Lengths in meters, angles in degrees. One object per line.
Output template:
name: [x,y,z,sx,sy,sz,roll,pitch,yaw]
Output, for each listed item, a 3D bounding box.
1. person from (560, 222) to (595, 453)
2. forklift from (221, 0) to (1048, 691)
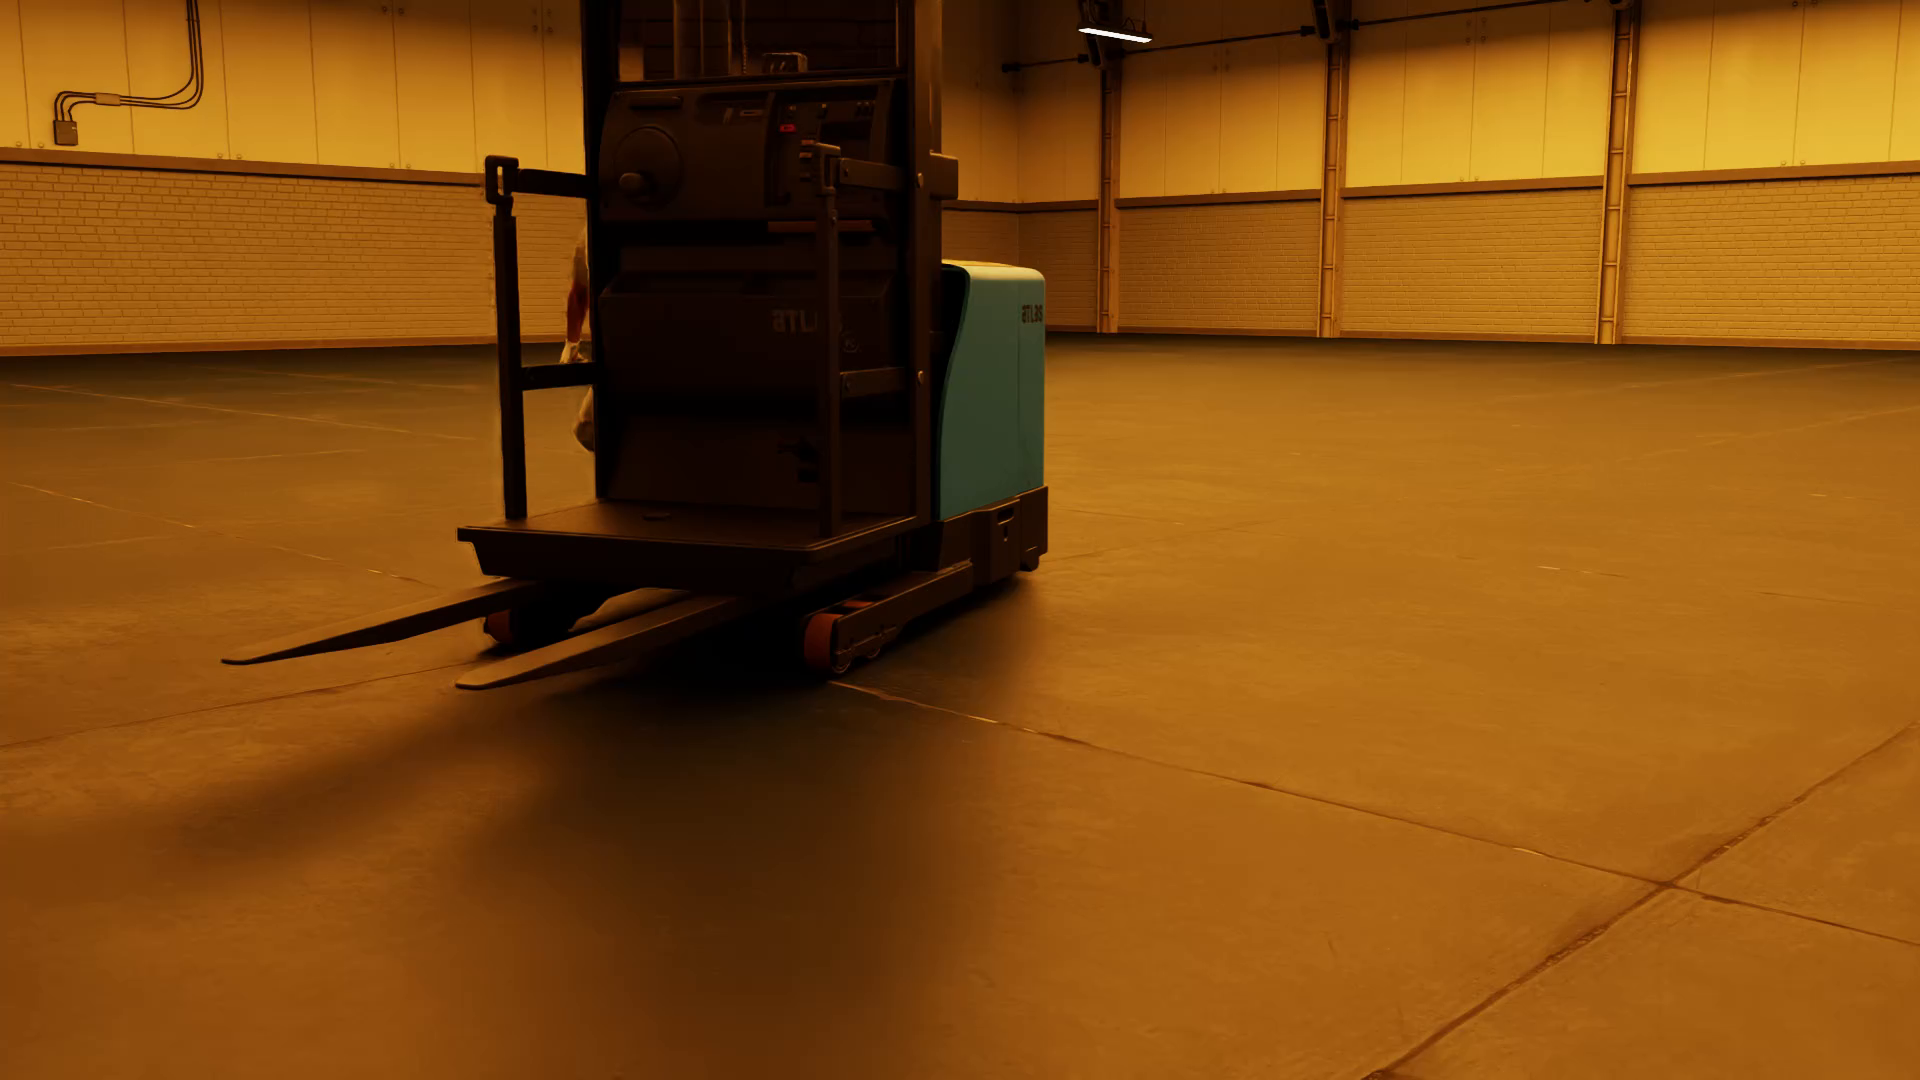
person: [-1.325,-0.823,7.005,0.959,1.593,0.586,8,12,43]
forklift: [-0.702,-1.165,4.611,1.130,2.935,3.031,3,9,21]
